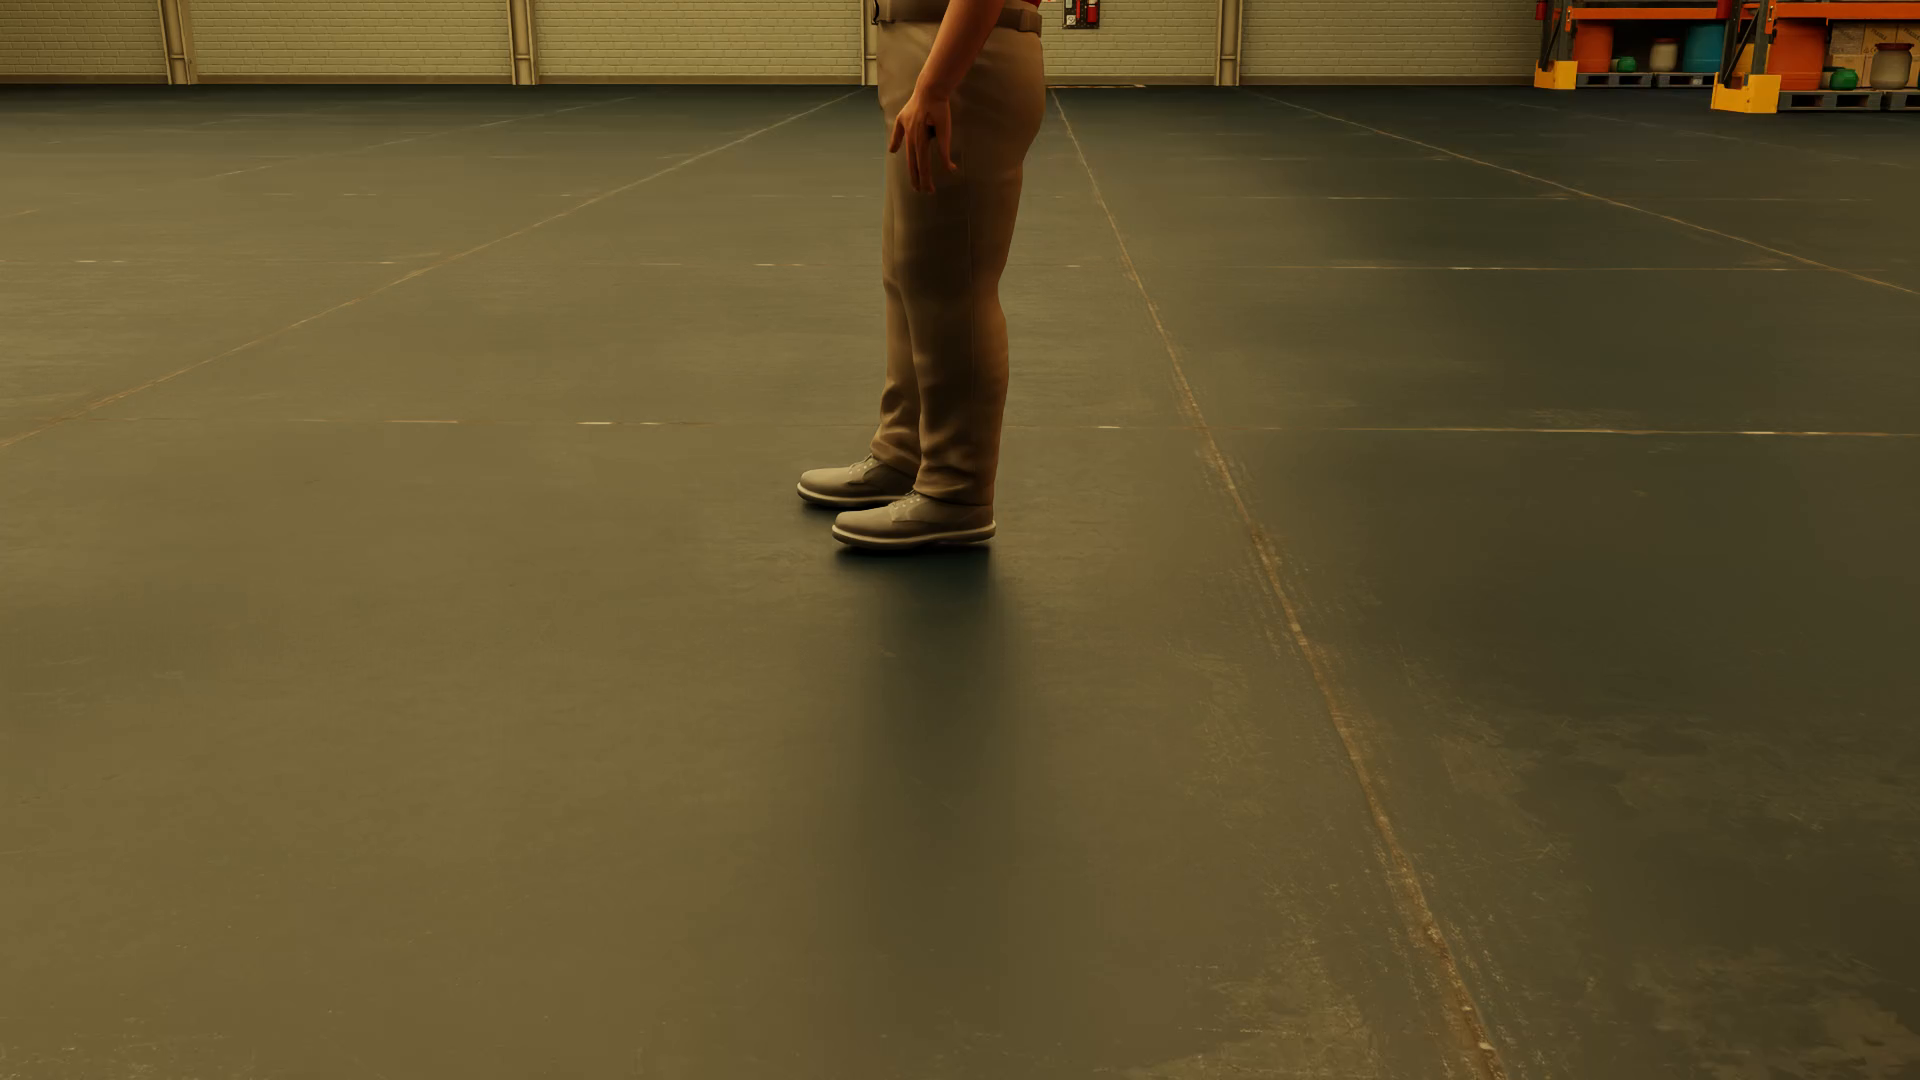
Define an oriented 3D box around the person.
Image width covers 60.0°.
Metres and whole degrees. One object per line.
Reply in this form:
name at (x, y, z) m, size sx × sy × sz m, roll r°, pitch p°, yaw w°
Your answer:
person at (-0.089, -0.838, 3.128) m, size 0.550 × 1.728 × 0.640 m, roll 1°, pitch 17°, yaw 2°
